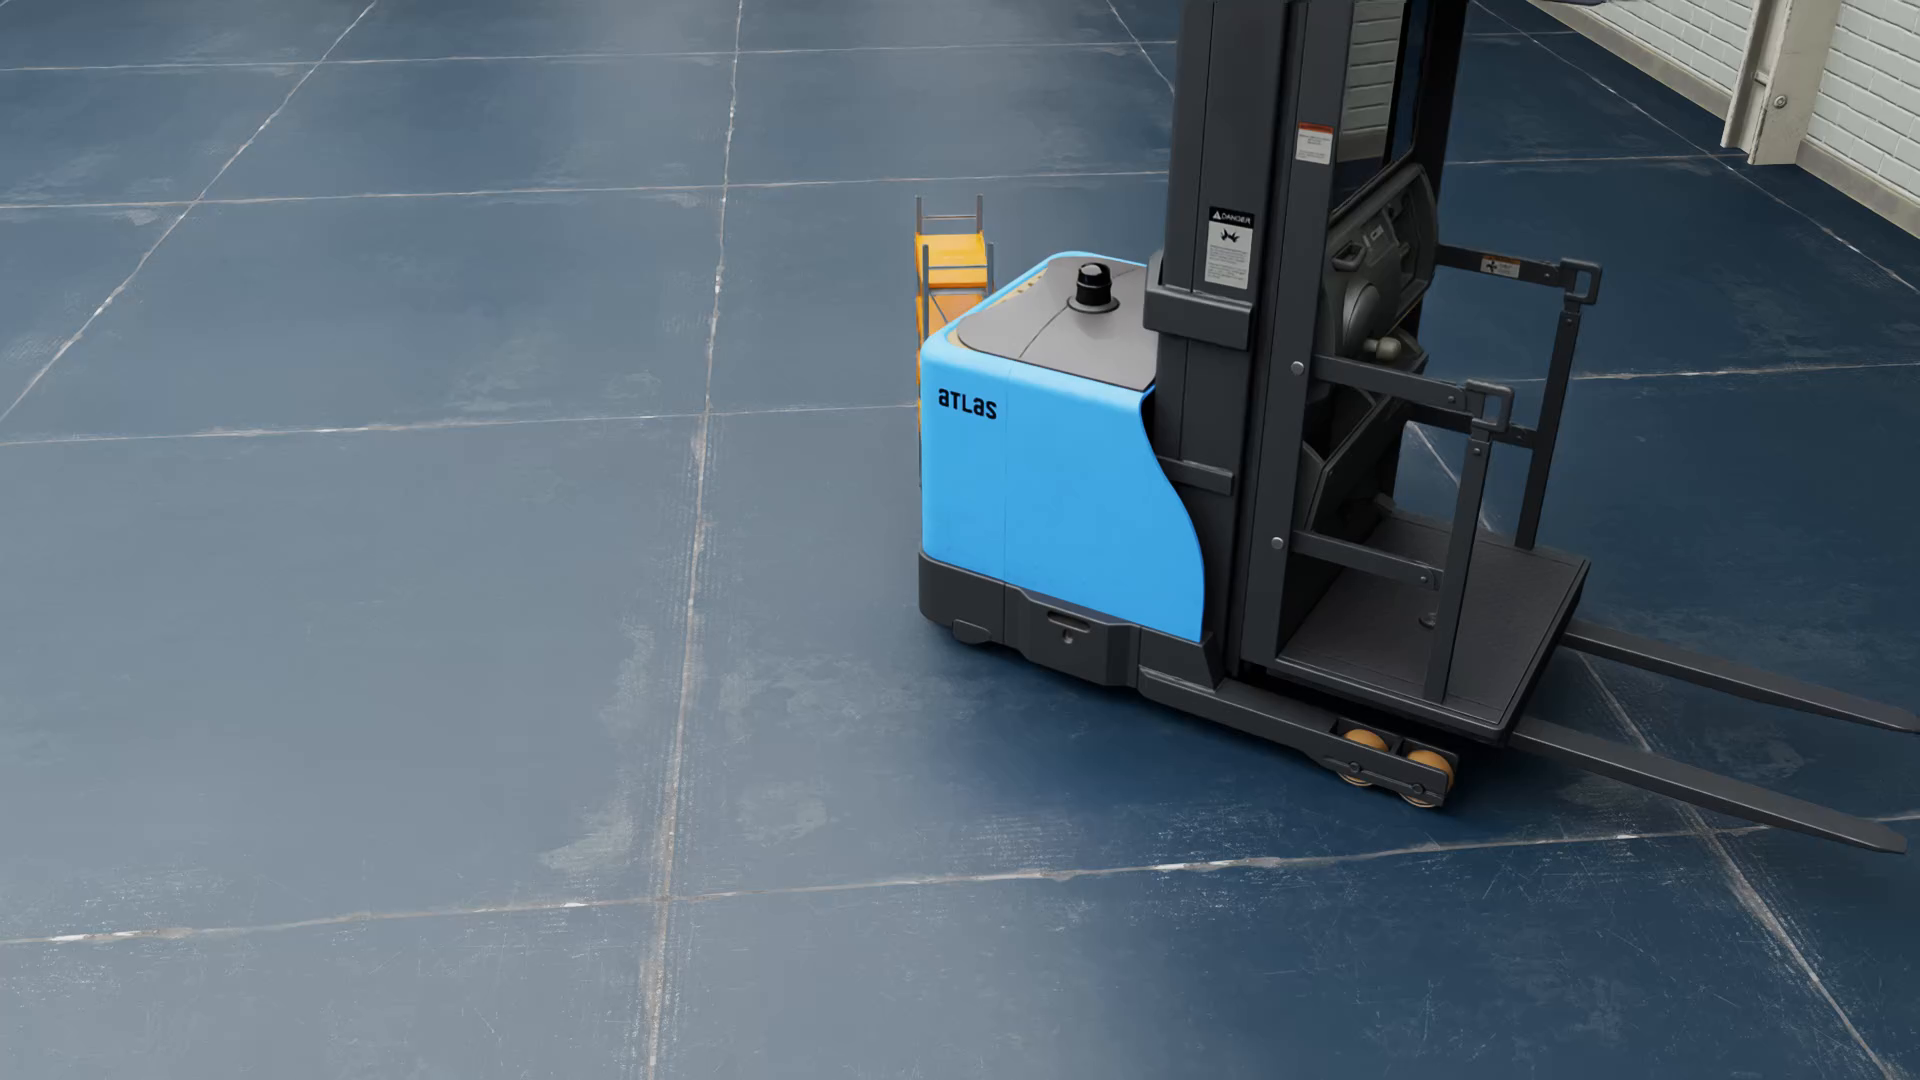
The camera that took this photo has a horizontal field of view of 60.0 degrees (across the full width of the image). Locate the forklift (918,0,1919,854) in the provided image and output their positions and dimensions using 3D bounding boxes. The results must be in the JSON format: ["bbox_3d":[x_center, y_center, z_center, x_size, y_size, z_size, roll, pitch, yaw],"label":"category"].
[{"bbox_3d":[1.388,-0.779,4.696,3.031,2.935,1.130,17,35,26],"label":"forklift"}]

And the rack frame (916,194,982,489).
[{"bbox_3d":[-0.039,-0.727,6.296,0.240,1.200,0.015,-2,31,-3],"label":"rack frame"}]

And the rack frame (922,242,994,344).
[{"bbox_3d":[-0.007,-0.477,5.878,0.240,1.200,0.015,-2,31,-3],"label":"rack frame"}]

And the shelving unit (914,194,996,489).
[{"bbox_3d":[-0.023,-0.602,6.087,0.258,1.200,0.503,-2,31,-3],"label":"shelving unit"}]

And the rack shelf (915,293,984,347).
[{"bbox_3d":[-0.023,-0.736,6.007,0.258,0.148,0.480,-2,31,-3],"label":"rack shelf"}]

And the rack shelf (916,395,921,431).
[{"bbox_3d":[-0.023,-0.373,6.224,0.258,0.148,0.480,-2,31,-3],"label":"rack shelf"}]

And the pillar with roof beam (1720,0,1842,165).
[{"bbox_3d":[0.630,-6.032,7.574,9.100,9.000,0.400,-3,31,-5],"label":"pillar with roof beam"}]

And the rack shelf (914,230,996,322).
[{"bbox_3d":[-0.023,-0.939,5.886,0.258,0.148,0.480,-2,31,-3],"label":"rack shelf"}]

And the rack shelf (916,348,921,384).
[{"bbox_3d":[-0.023,-0.544,6.122,0.258,0.148,0.480,-2,31,-3],"label":"rack shelf"}]
